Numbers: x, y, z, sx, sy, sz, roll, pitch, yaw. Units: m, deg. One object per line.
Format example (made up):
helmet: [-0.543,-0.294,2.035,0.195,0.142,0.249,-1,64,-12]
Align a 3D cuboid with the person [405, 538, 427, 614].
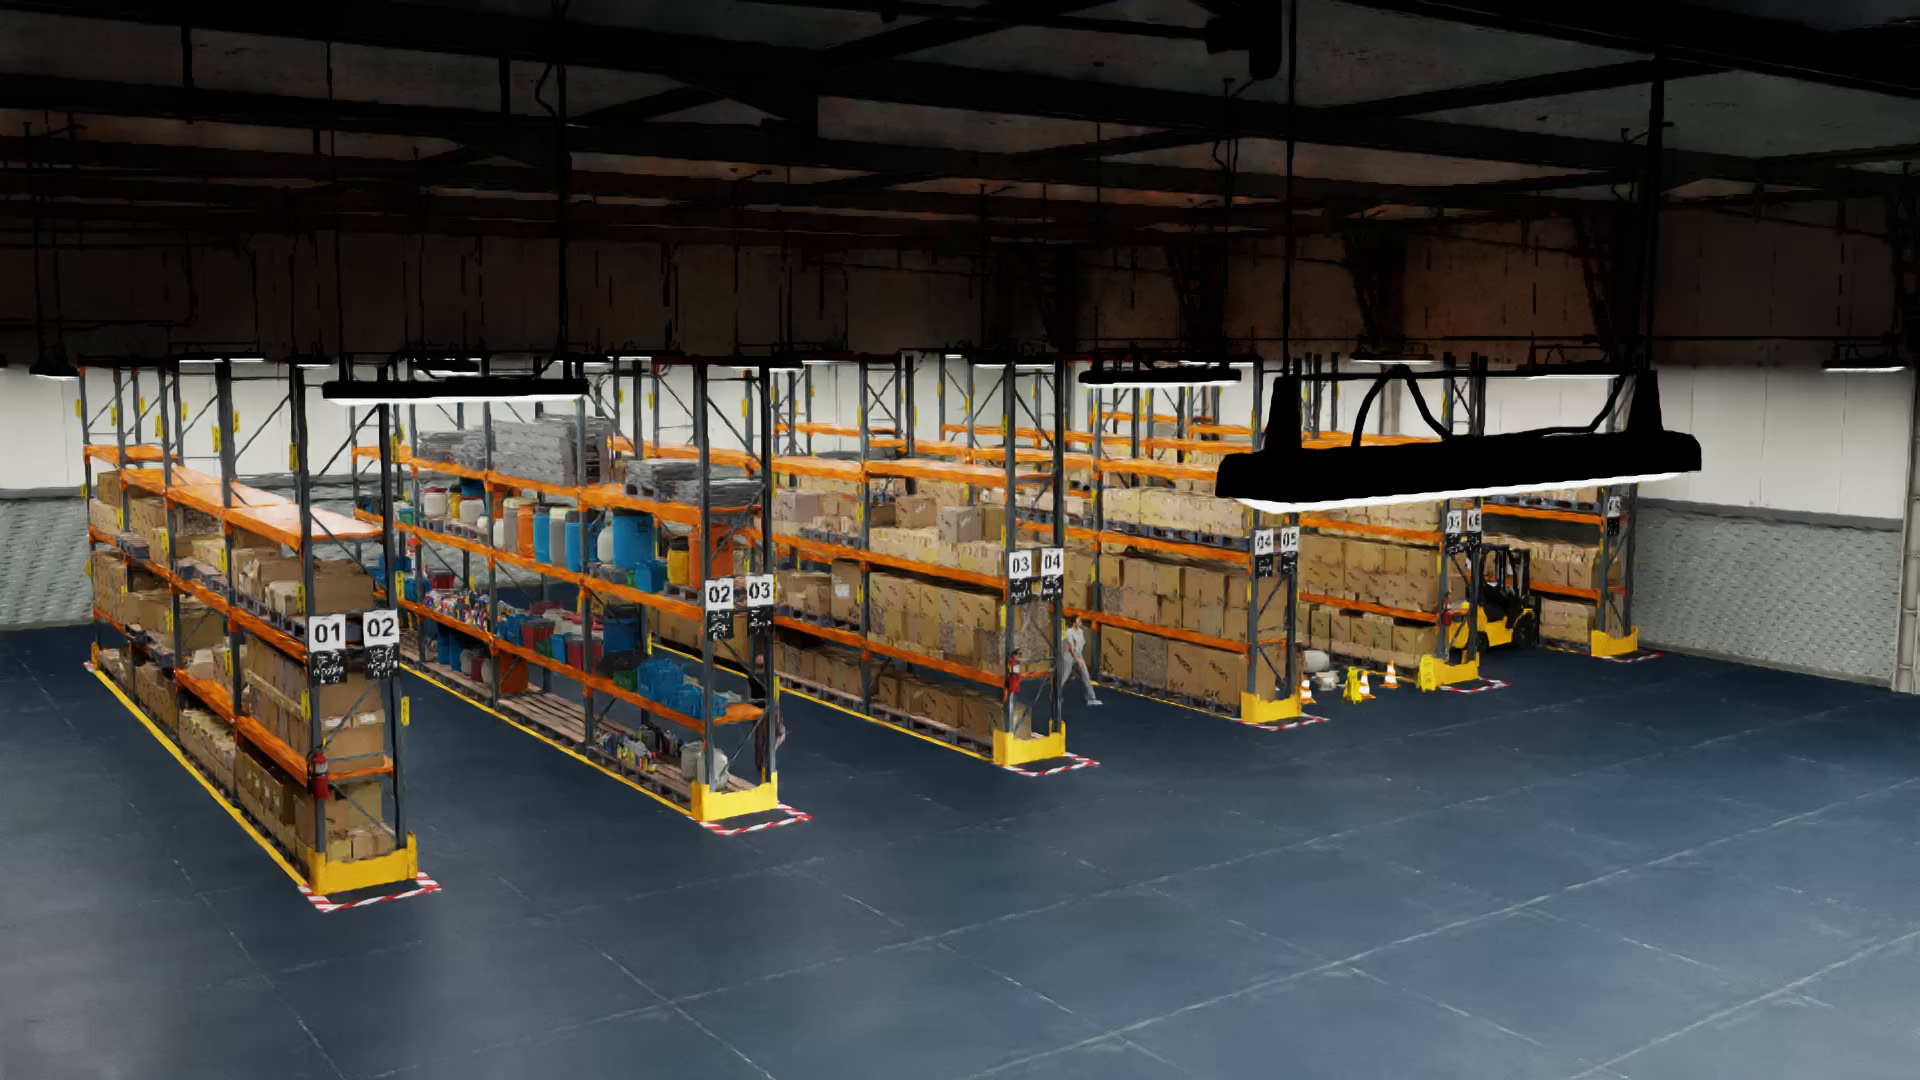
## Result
person: [-12.617,0.815,38.415,0.567,1.736,1.044,-5,9,-36]

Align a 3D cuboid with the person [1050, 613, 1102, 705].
person: [1.980,2.045,28.710,0.443,1.605,1.017,-7,10,-44]

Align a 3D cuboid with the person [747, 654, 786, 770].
person: [-2.869,2.525,24.394,0.569,1.720,0.447,4,8,28]
